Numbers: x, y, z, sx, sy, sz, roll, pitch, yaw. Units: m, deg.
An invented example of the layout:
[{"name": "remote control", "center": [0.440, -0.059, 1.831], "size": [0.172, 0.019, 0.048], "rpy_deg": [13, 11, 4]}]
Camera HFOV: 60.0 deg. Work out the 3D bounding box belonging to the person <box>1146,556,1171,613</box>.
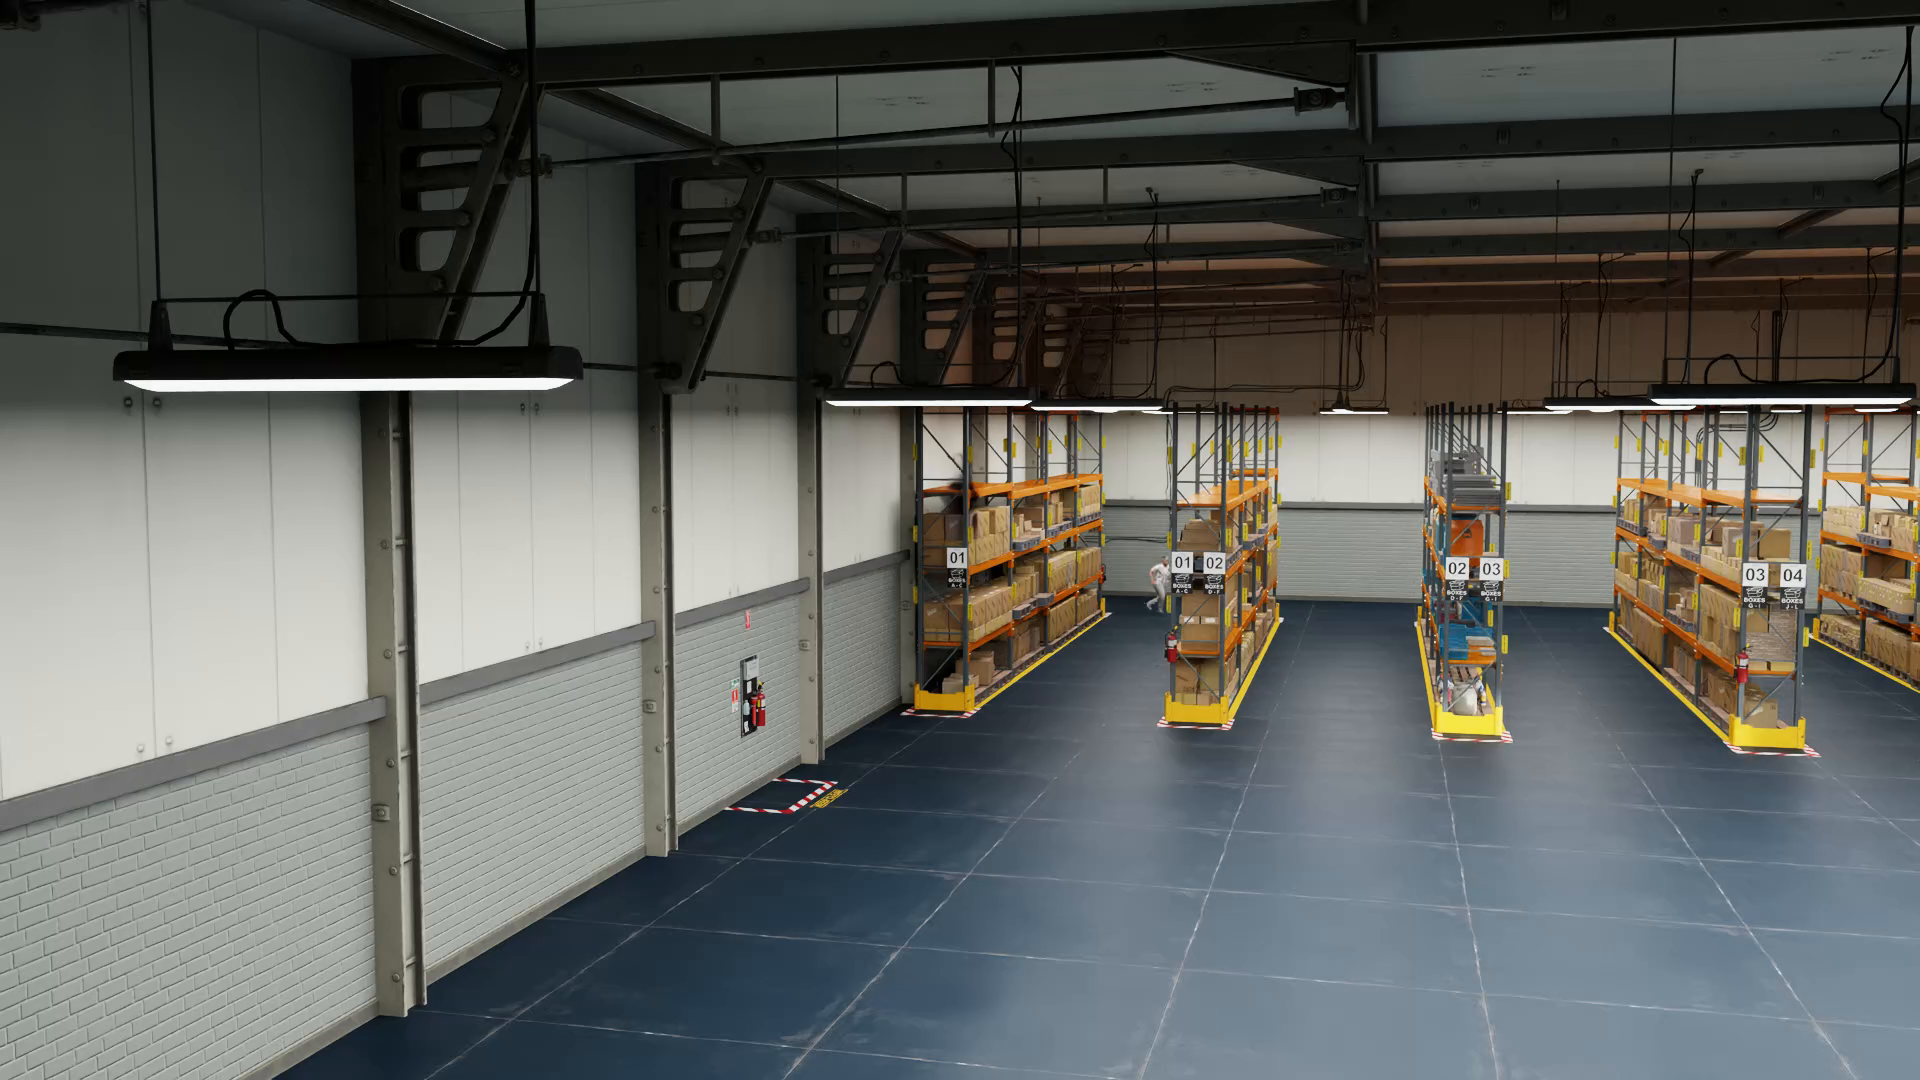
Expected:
[{"name": "person", "center": [5.833, 1.303, 48.777], "size": [0.645, 1.713, 0.781], "rpy_deg": [3, 5, 39]}]
